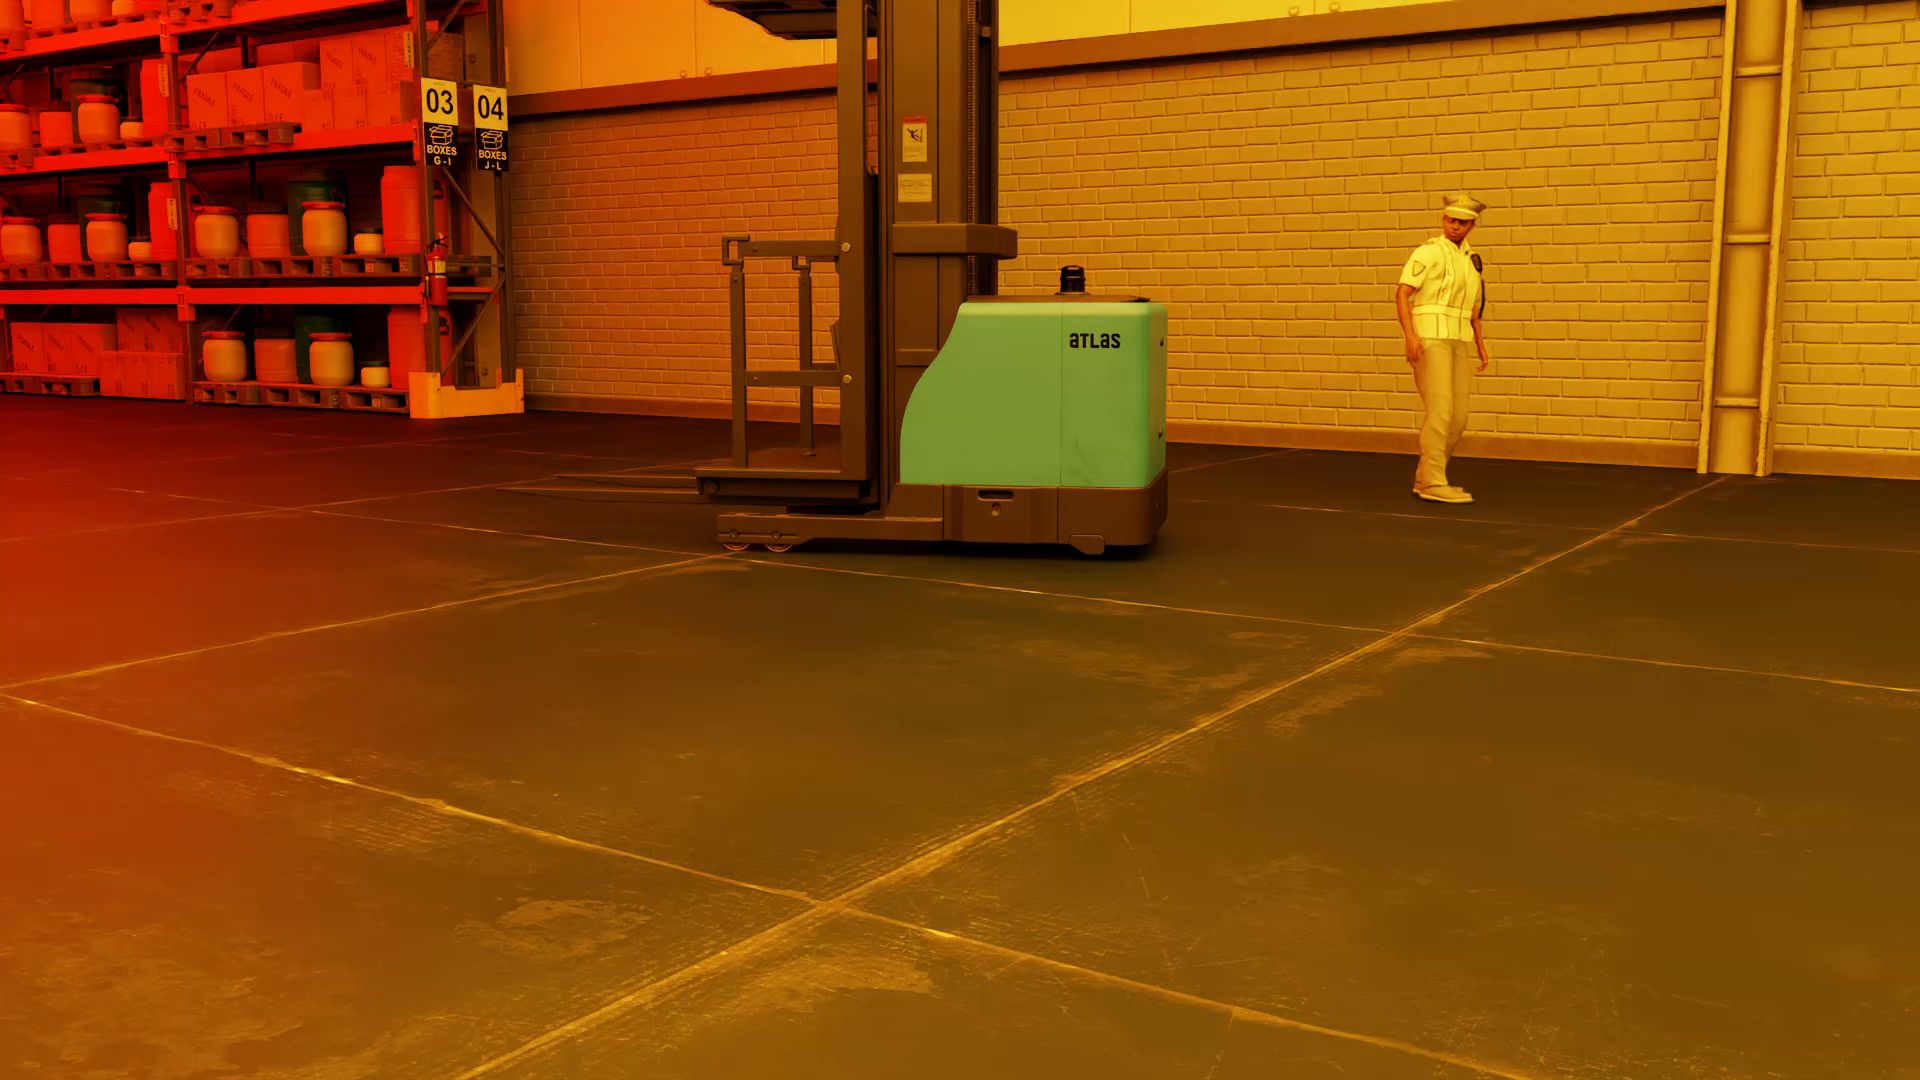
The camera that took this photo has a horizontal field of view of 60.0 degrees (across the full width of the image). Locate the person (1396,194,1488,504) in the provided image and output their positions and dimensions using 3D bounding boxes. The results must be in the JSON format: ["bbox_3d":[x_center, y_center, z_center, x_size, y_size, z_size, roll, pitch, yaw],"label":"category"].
[{"bbox_3d":[2.691,-1.046,9.095,0.657,1.656,0.470,-7,11,-41],"label":"person"}]

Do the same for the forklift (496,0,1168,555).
[{"bbox_3d":[-0.596,-1.469,7.520,3.031,2.935,1.130,2,8,12],"label":"forklift"}]
